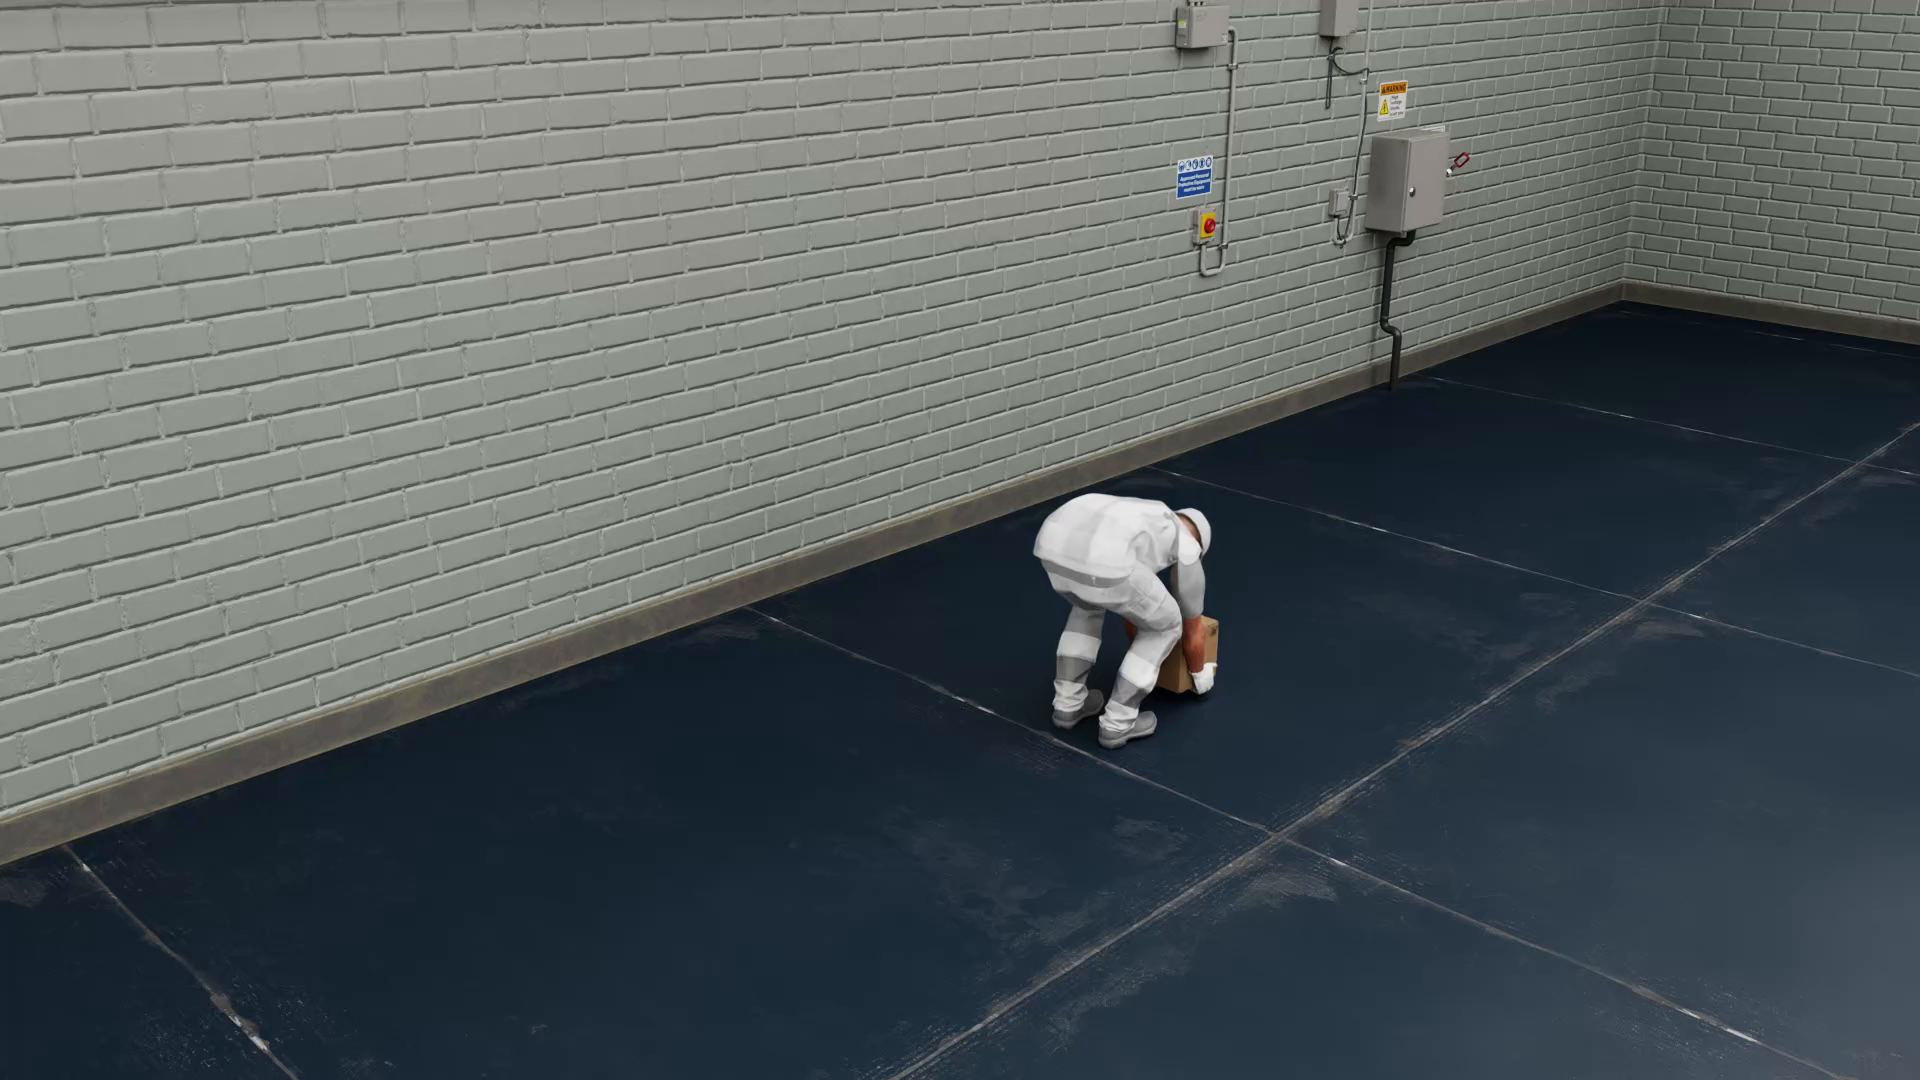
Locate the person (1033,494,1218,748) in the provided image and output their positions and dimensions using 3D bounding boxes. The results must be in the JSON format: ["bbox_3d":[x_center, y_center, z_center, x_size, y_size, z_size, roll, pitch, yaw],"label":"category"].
[{"bbox_3d":[0.678,0.239,6.567,0.532,0.970,0.948,17,26,38],"label":"person"}]
